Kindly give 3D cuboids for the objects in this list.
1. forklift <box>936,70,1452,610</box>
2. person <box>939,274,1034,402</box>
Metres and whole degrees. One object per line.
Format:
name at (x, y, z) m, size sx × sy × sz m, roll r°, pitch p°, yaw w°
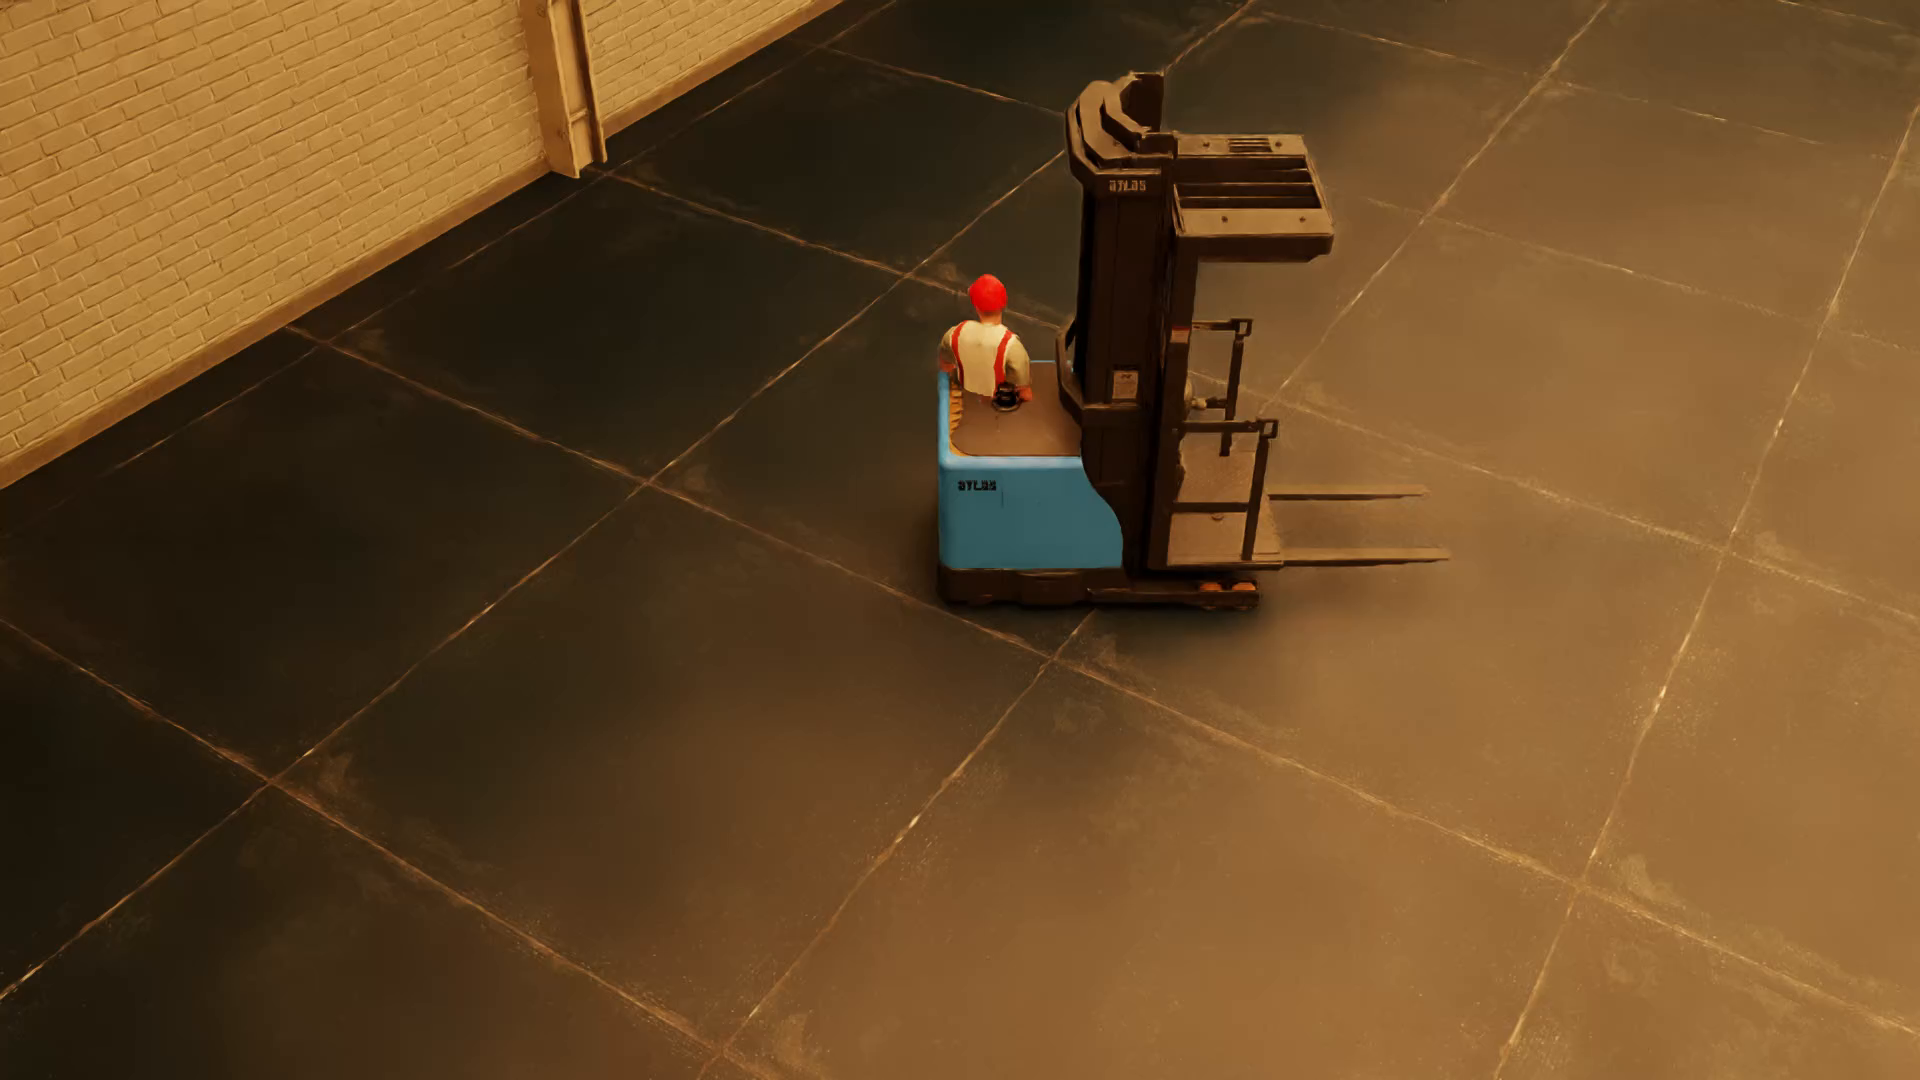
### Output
forklift at (1.377, -1.055, 9.212) m, size 3.031 × 2.935 × 1.130 m, roll 0°, pitch 40°, yaw 0°
person at (0.226, -0.827, 9.847) m, size 0.734 × 1.764 × 0.728 m, roll 18°, pitch 44°, yaw 20°
